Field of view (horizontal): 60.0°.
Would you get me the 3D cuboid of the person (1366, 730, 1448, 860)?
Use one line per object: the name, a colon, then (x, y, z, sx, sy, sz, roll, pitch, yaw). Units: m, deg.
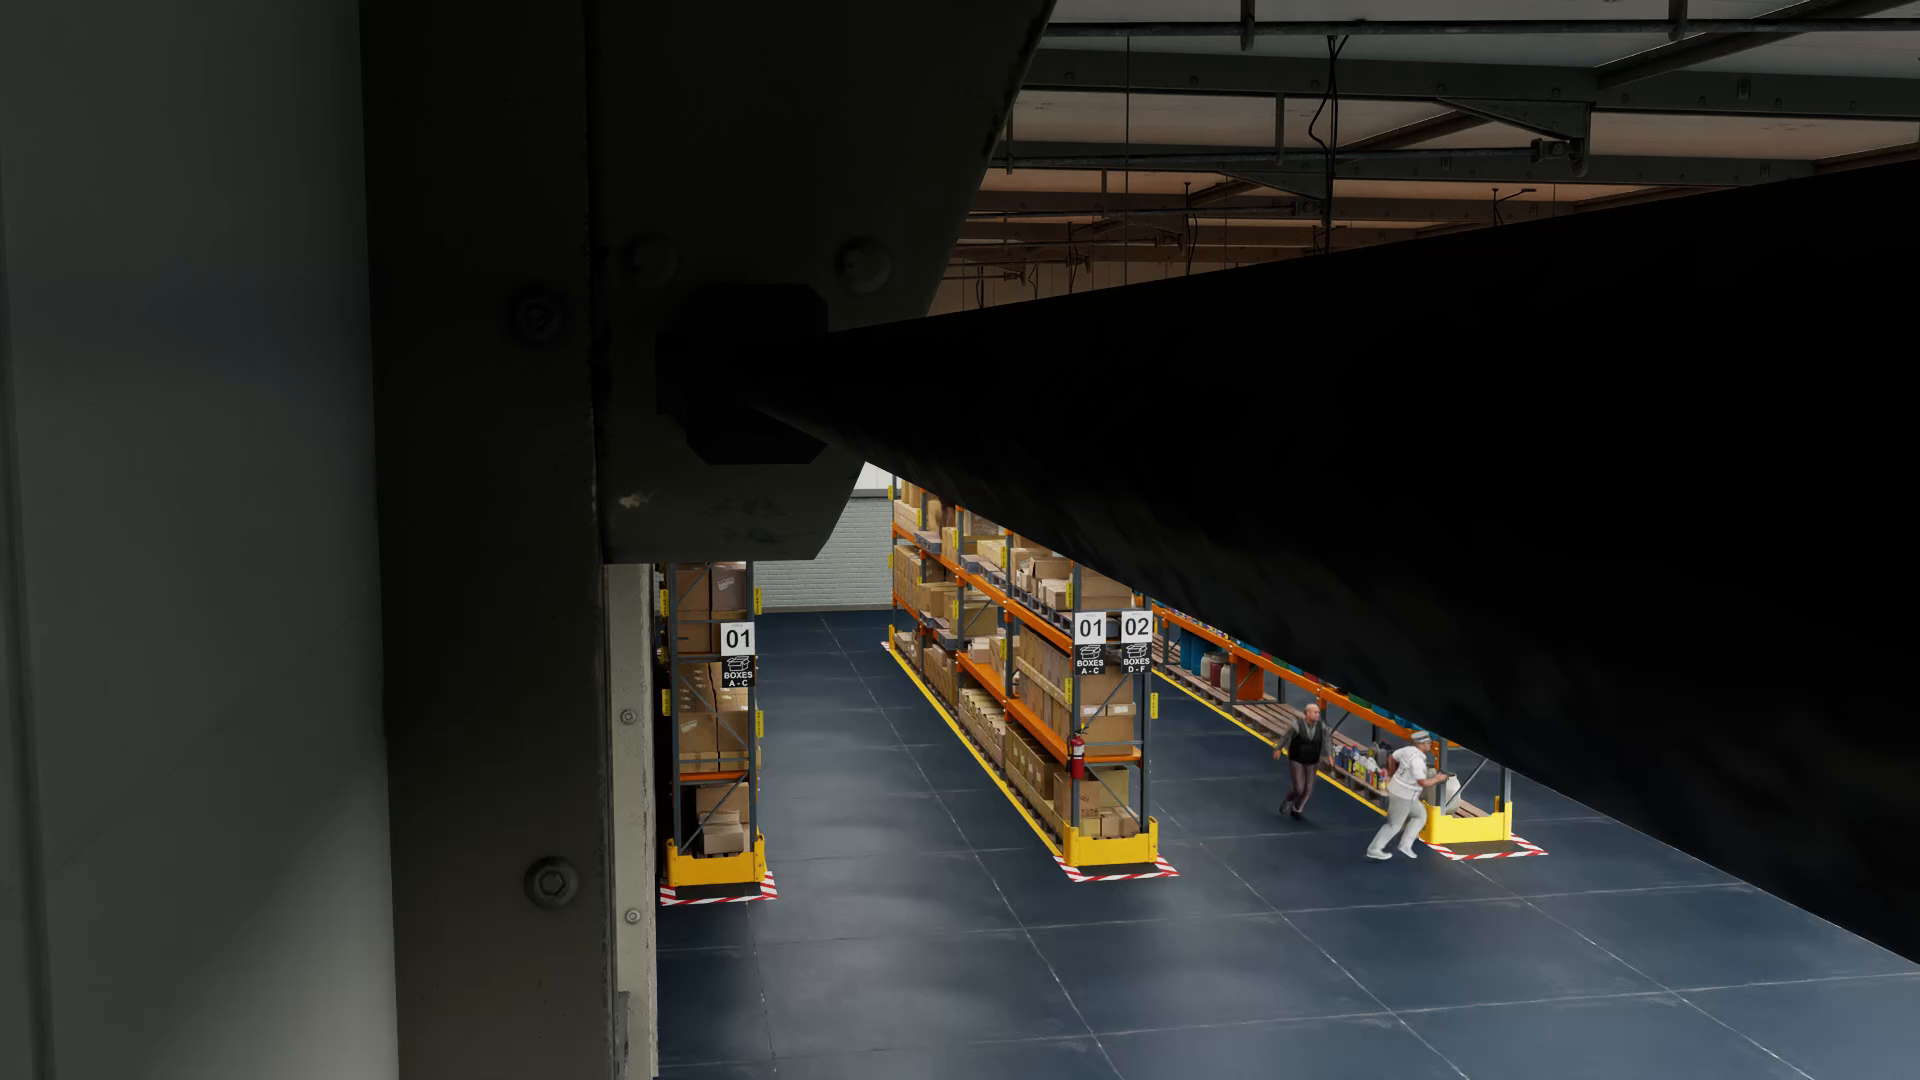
person: (5.636, 3.233, 20.971, 0.975, 1.724, 0.669, 1, 6, 9)

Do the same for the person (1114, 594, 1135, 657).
person: (3.303, 1.590, 33.938, 0.828, 1.725, 0.680, 6, 9, 44)

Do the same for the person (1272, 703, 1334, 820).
person: (4.736, 3.036, 22.756, 0.678, 1.658, 0.781, -1, 6, -13)
